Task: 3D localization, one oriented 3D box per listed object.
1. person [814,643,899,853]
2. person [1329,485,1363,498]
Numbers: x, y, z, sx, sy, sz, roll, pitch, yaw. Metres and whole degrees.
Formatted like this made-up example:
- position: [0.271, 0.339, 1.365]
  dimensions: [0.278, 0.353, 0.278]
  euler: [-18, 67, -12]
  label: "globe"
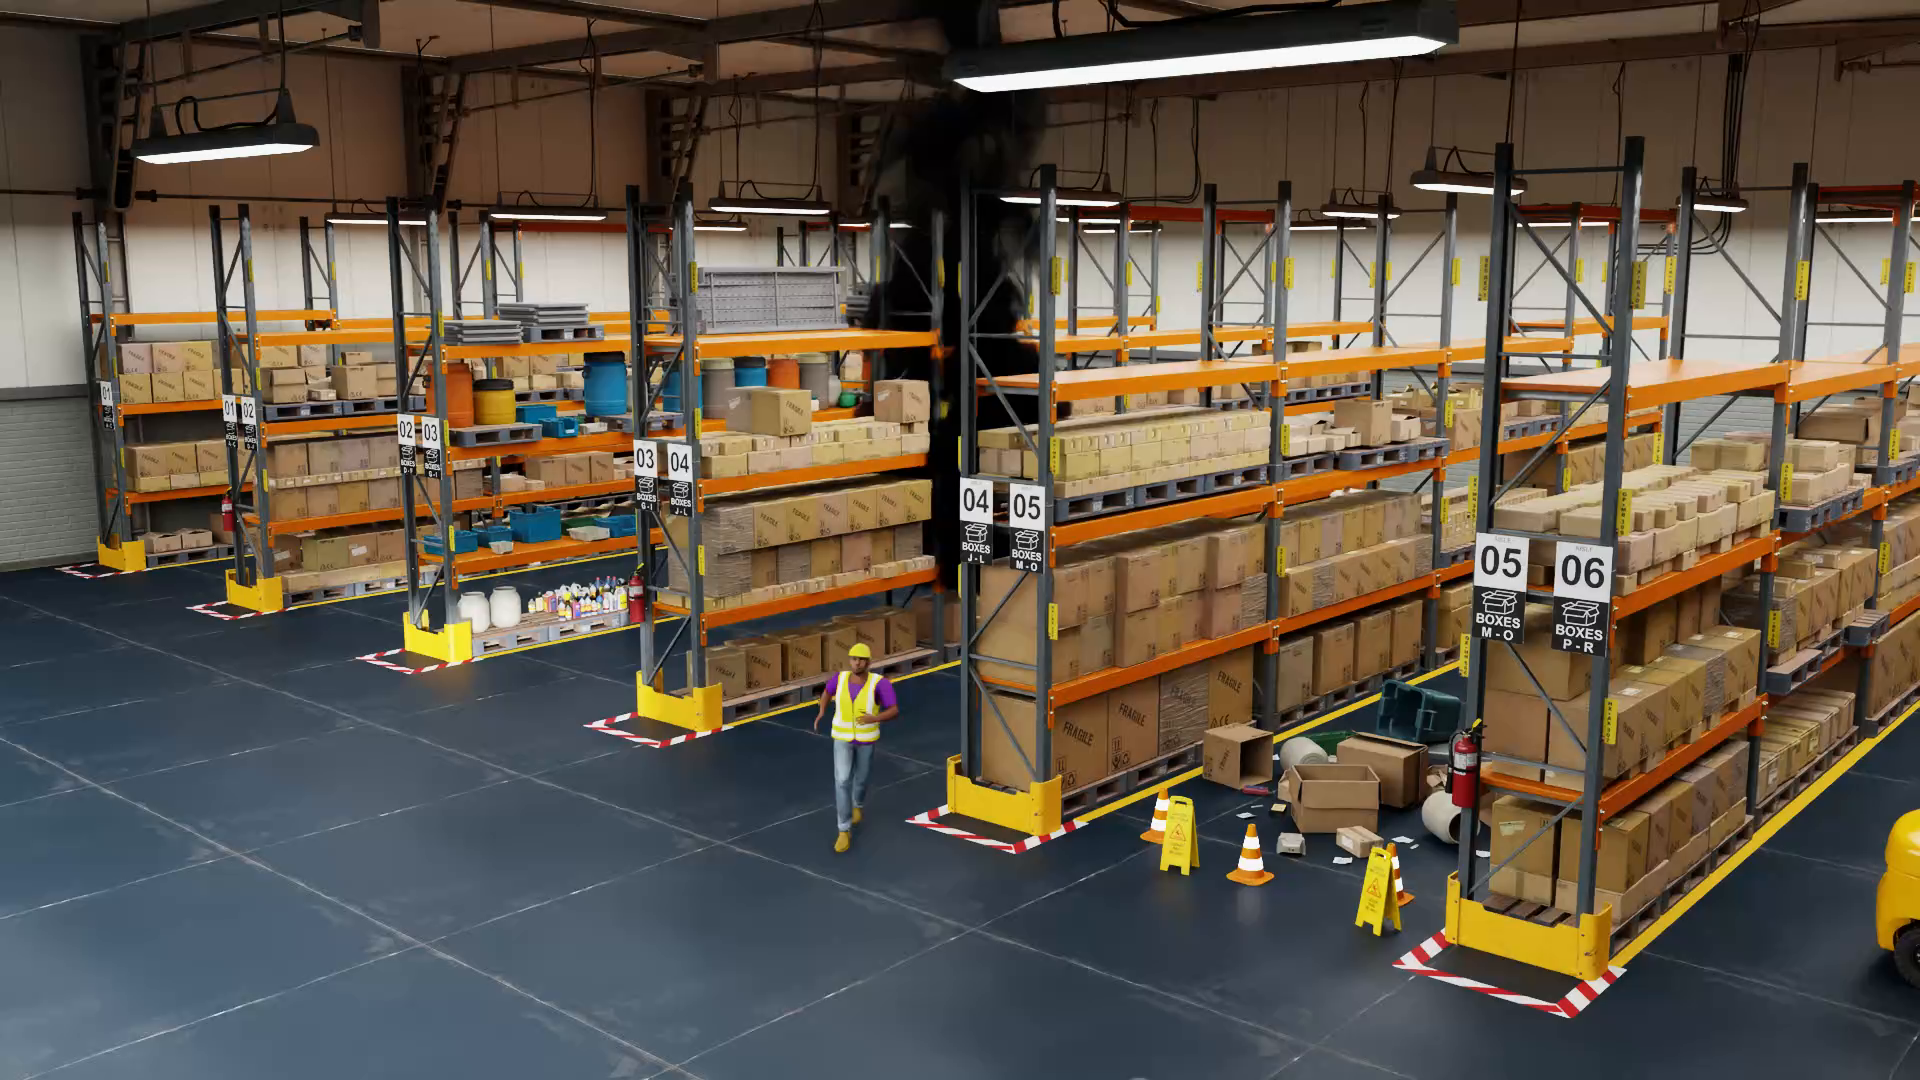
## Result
- position: [-0.932, 1.808, 14.974]
  dimensions: [0.768, 1.769, 0.938]
  euler: [0, 9, -2]
  label: "person"
- position: [6.247, -0.143, 26.859]
  dimensions: [0.818, 1.858, 0.731]
  euler: [-9, 13, -42]
  label: "person"
